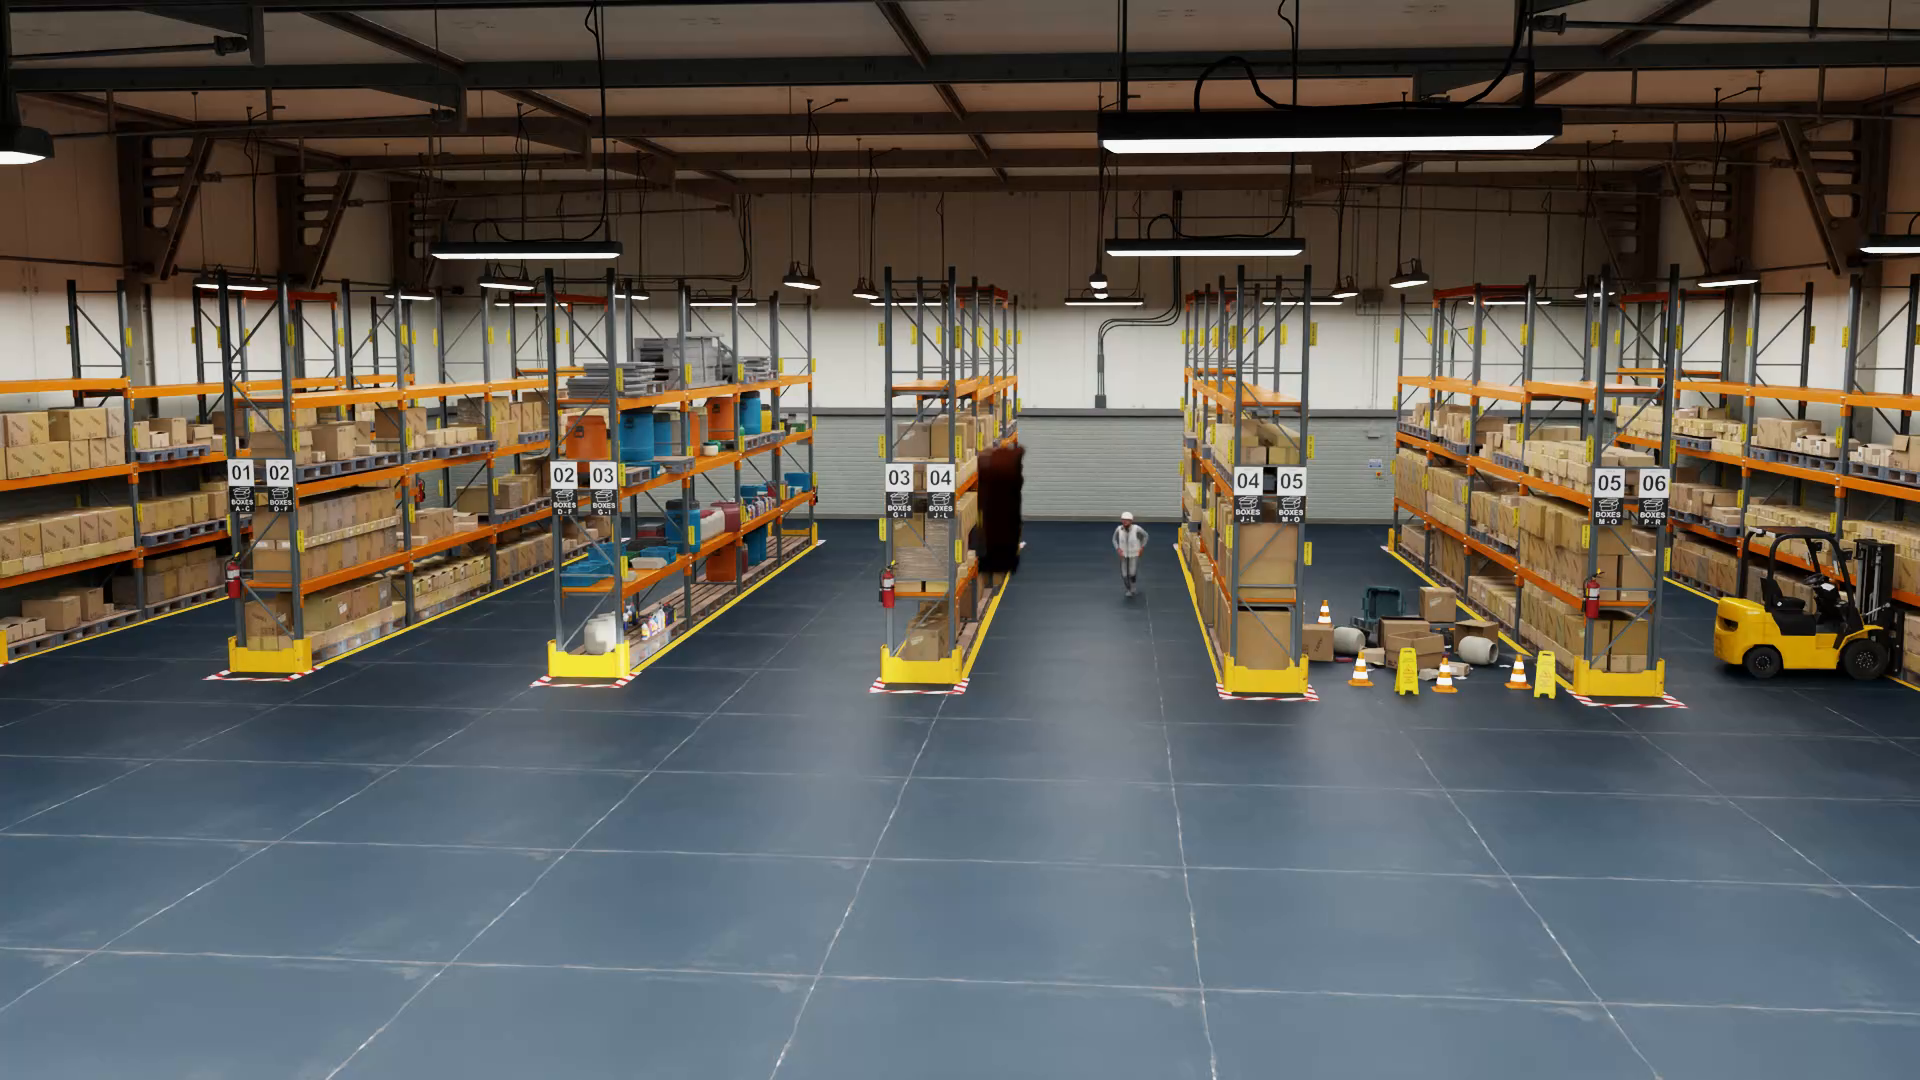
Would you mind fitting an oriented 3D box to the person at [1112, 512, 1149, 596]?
[{"bbox_3d":[3.296,0.270,32.142,0.699,1.679,0.726,2,7,15],"label":"person"}]
